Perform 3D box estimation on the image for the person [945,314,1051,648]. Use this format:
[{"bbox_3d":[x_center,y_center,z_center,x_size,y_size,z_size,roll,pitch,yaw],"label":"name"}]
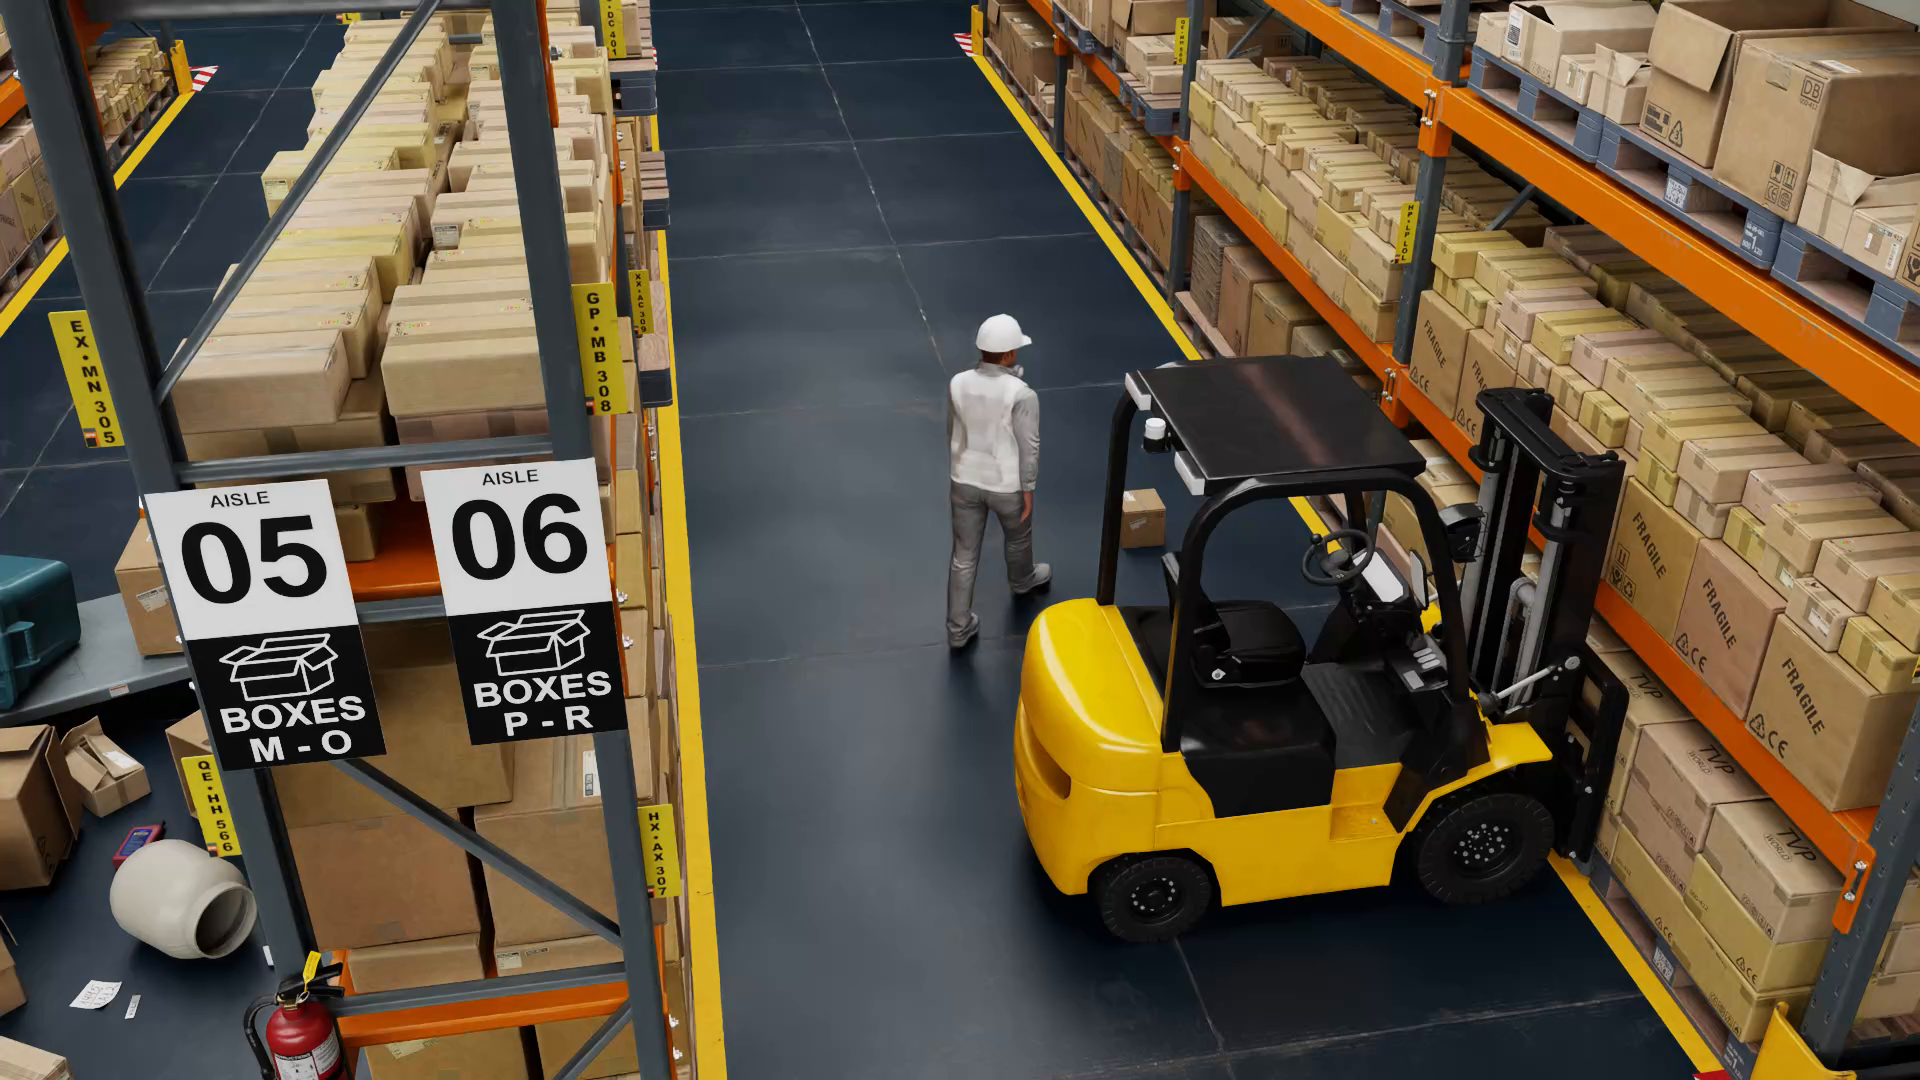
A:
[{"bbox_3d":[0.187,-0.361,8.707,0.552,1.722,0.948,11,32,18],"label":"person"}]
